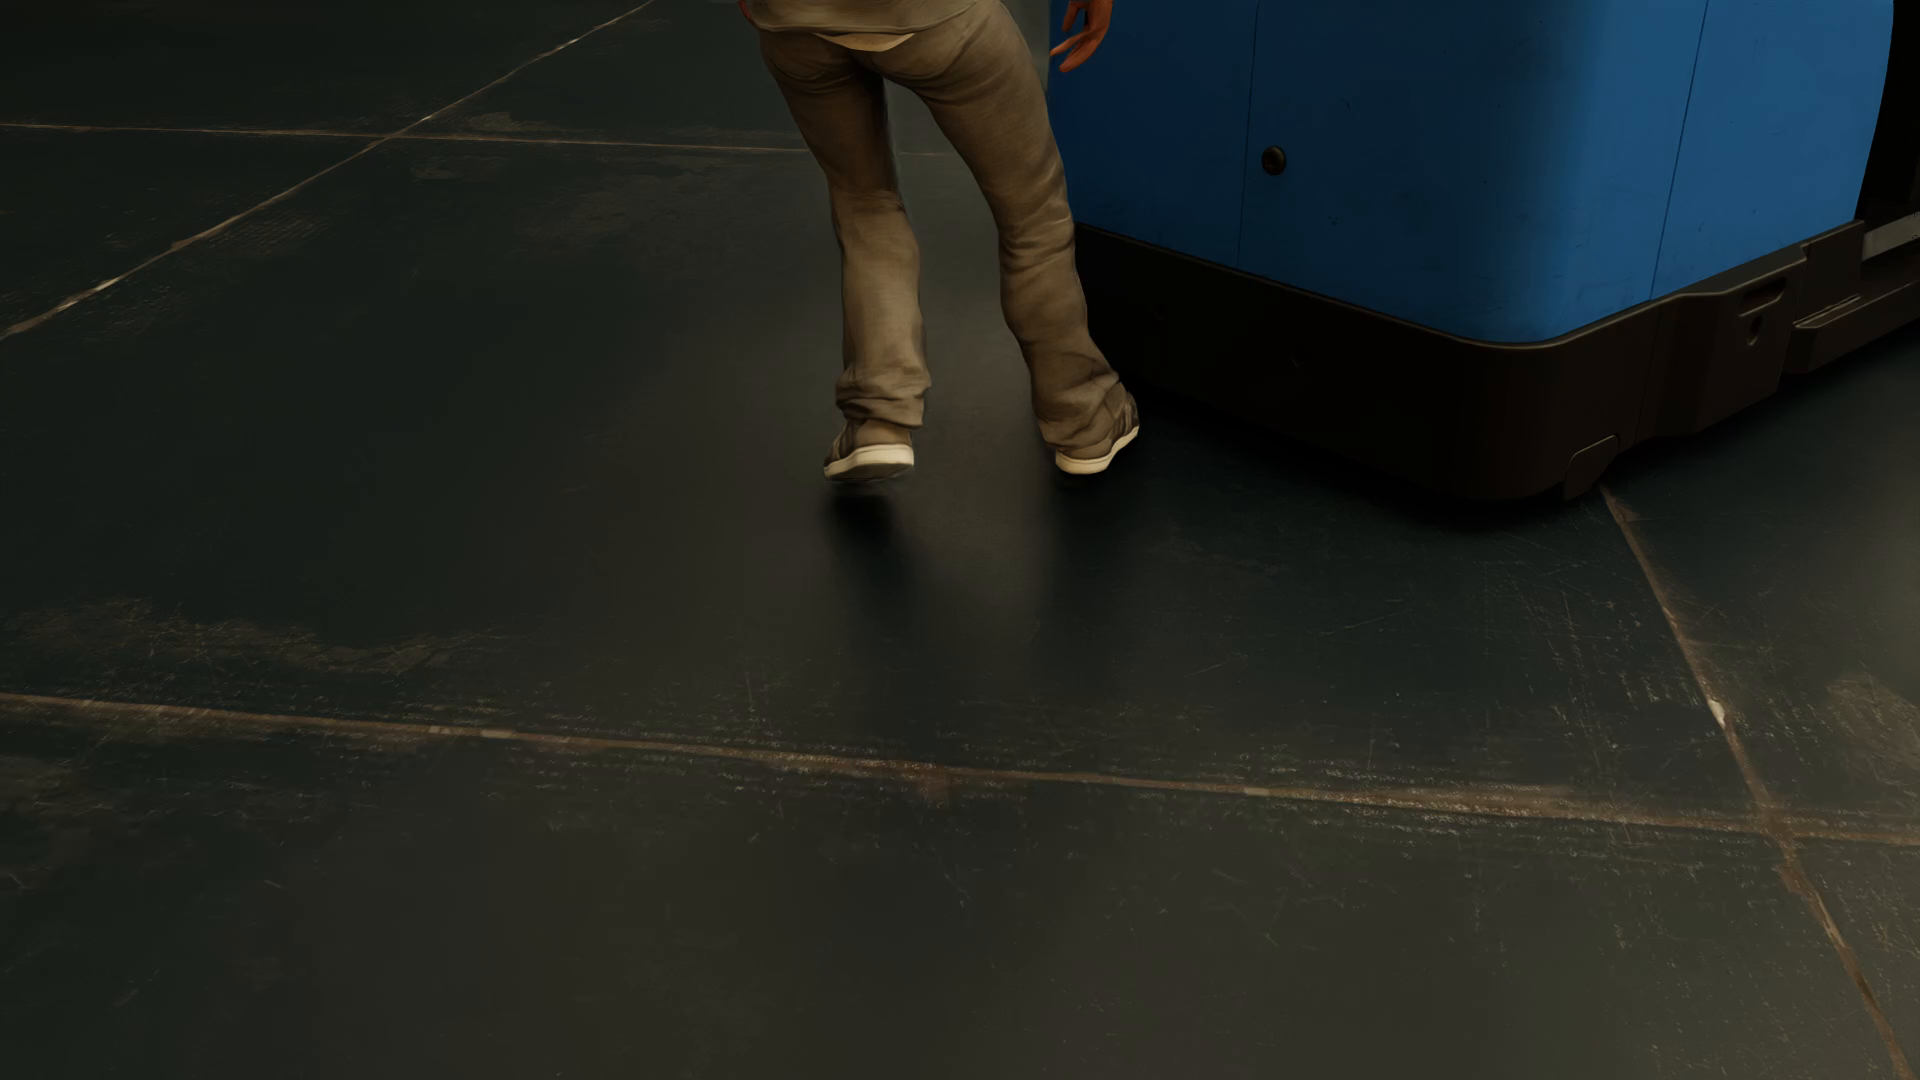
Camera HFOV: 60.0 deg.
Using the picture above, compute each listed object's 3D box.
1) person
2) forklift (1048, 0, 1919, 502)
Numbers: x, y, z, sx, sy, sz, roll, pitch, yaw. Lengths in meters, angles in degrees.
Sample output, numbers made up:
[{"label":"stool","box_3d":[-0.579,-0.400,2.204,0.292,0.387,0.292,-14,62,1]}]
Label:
[{"label":"person","box_3d":[-0.040,-0.815,2.400,0.585,1.538,0.587,9,28,17]},{"label":"forklift","box_3d":[1.588,-1.901,3.027,3.031,2.935,1.130,-21,33,-36]}]
